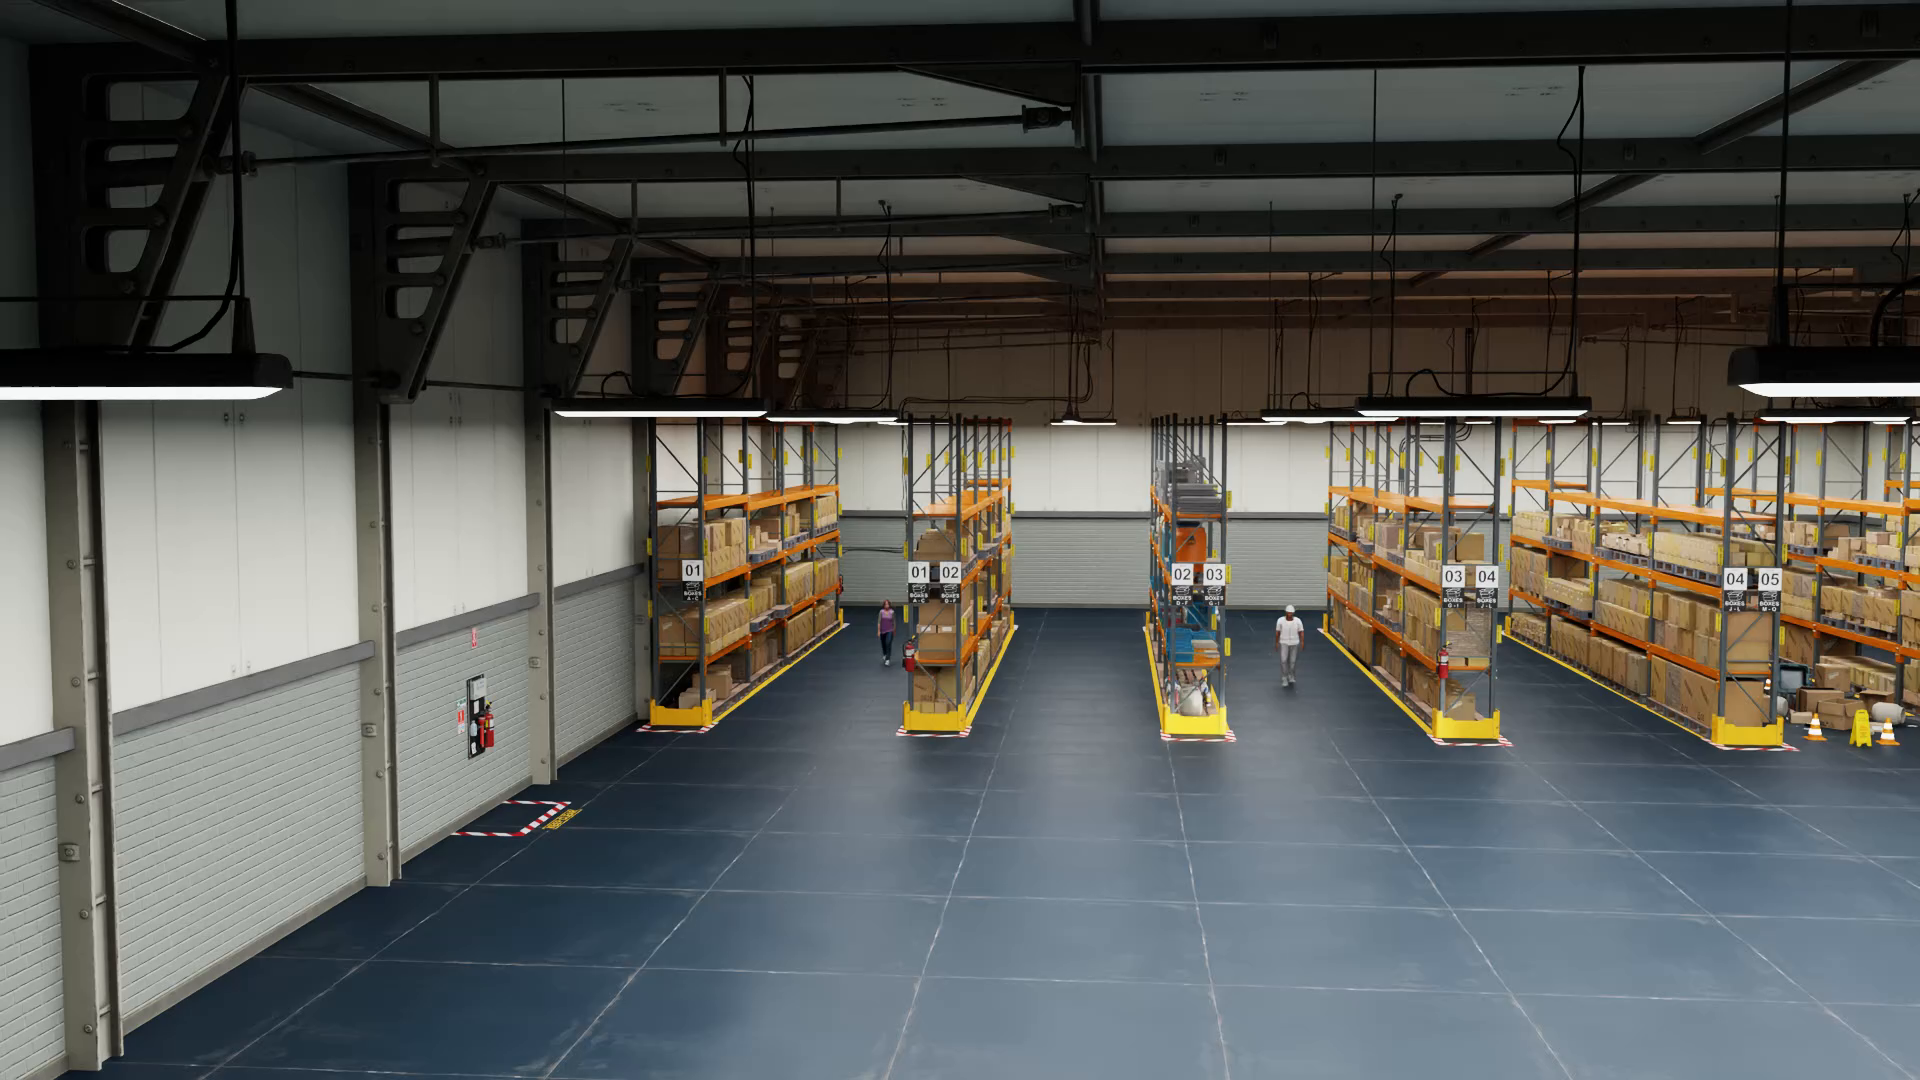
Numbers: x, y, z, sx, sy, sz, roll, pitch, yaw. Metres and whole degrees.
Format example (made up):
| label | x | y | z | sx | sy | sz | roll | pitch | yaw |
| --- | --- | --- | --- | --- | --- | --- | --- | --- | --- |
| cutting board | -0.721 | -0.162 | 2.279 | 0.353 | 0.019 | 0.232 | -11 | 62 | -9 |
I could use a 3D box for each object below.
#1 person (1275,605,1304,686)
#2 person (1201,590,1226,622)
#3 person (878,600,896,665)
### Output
| label | x | y | z | sx | sy | sz | roll | pitch | yaw |
| --- | --- | --- | --- | --- | --- | --- | --- | --- | --- |
| person | 7.368 | 2.356 | 37.150 | 0.626 | 1.819 | 0.558 | 0 | 4 | 7 |
| person | 7.433 | 1.541 | 48.968 | 0.995 | 1.746 | 0.566 | 2 | 5 | 33 |
| person | -1.777 | 2.217 | 40.338 | 0.420 | 1.536 | 0.992 | 0 | 4 | 6 |
